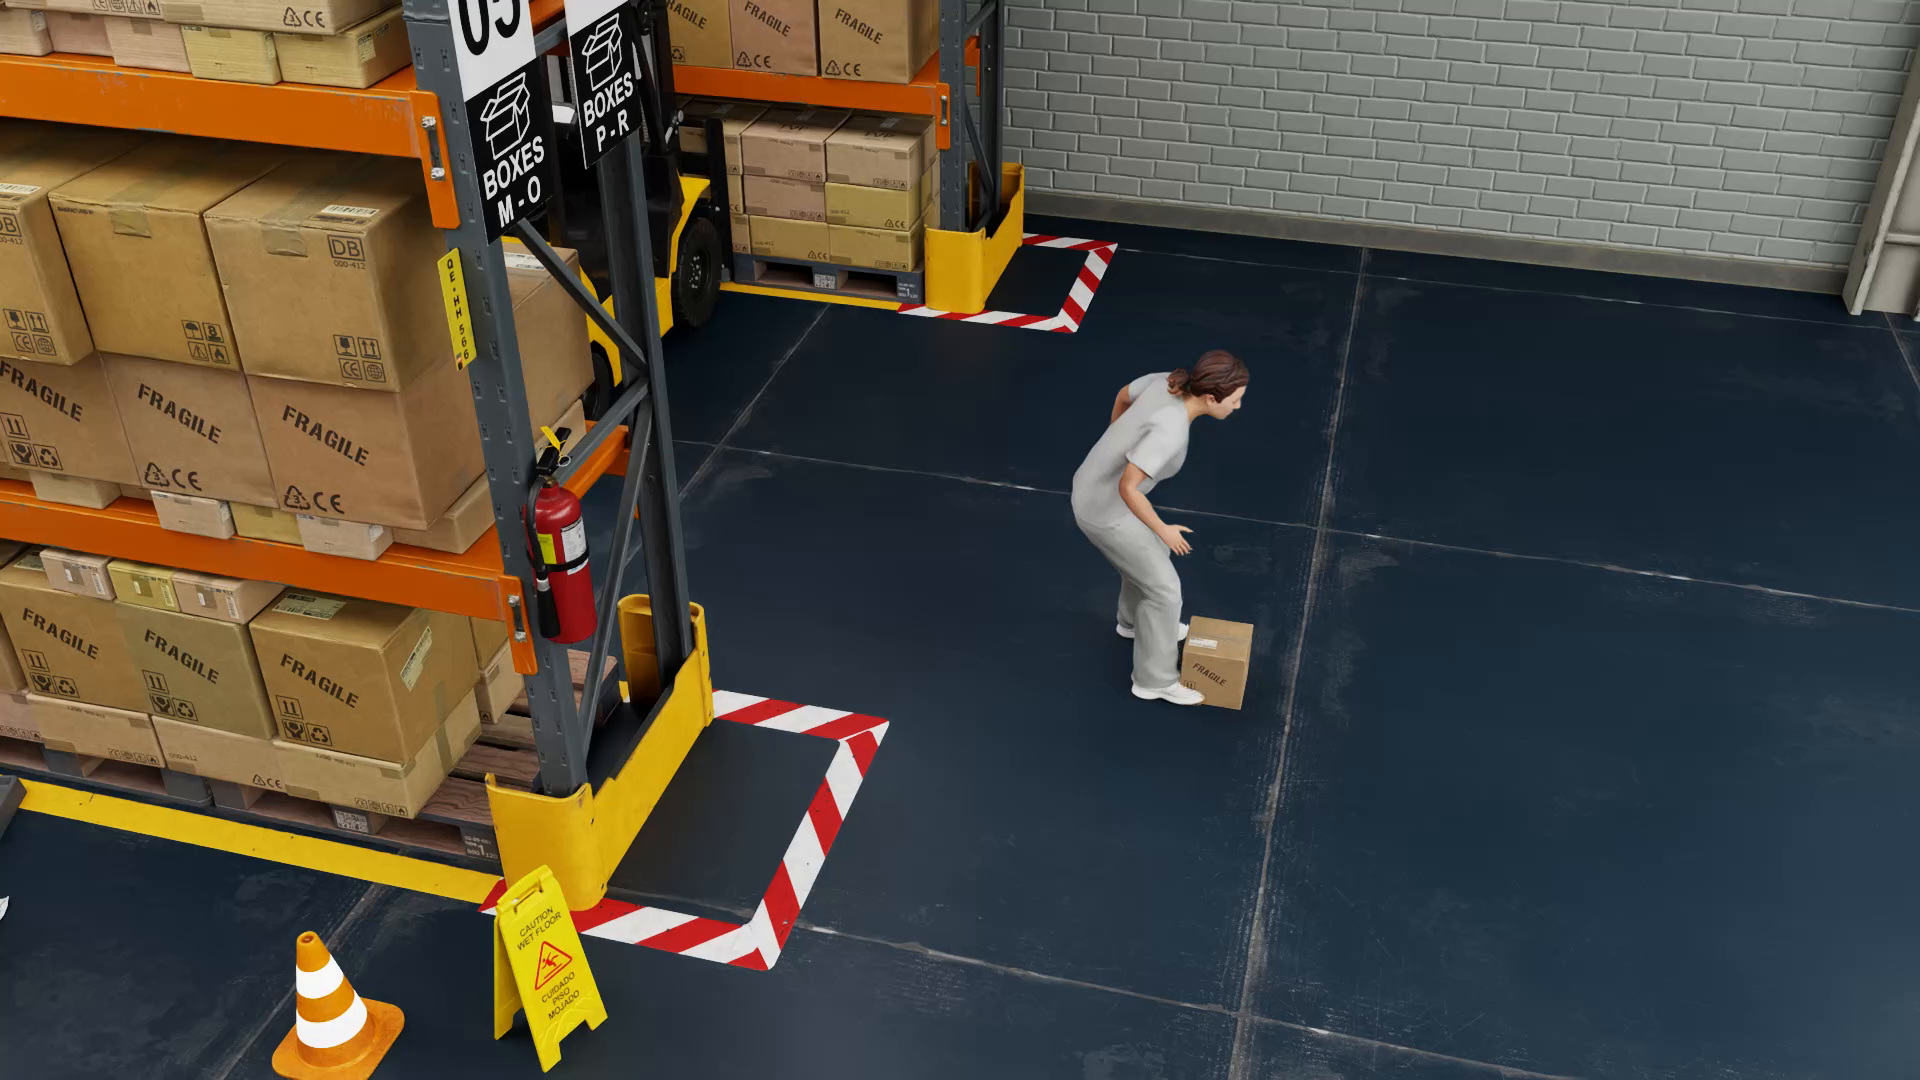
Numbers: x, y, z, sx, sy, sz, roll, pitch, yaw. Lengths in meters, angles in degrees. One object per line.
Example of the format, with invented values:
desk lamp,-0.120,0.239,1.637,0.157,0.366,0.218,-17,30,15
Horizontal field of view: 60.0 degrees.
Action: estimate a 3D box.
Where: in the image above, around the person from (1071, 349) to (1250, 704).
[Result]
person,0.742,-0.082,6.435,0.626,1.499,0.651,4,33,6
